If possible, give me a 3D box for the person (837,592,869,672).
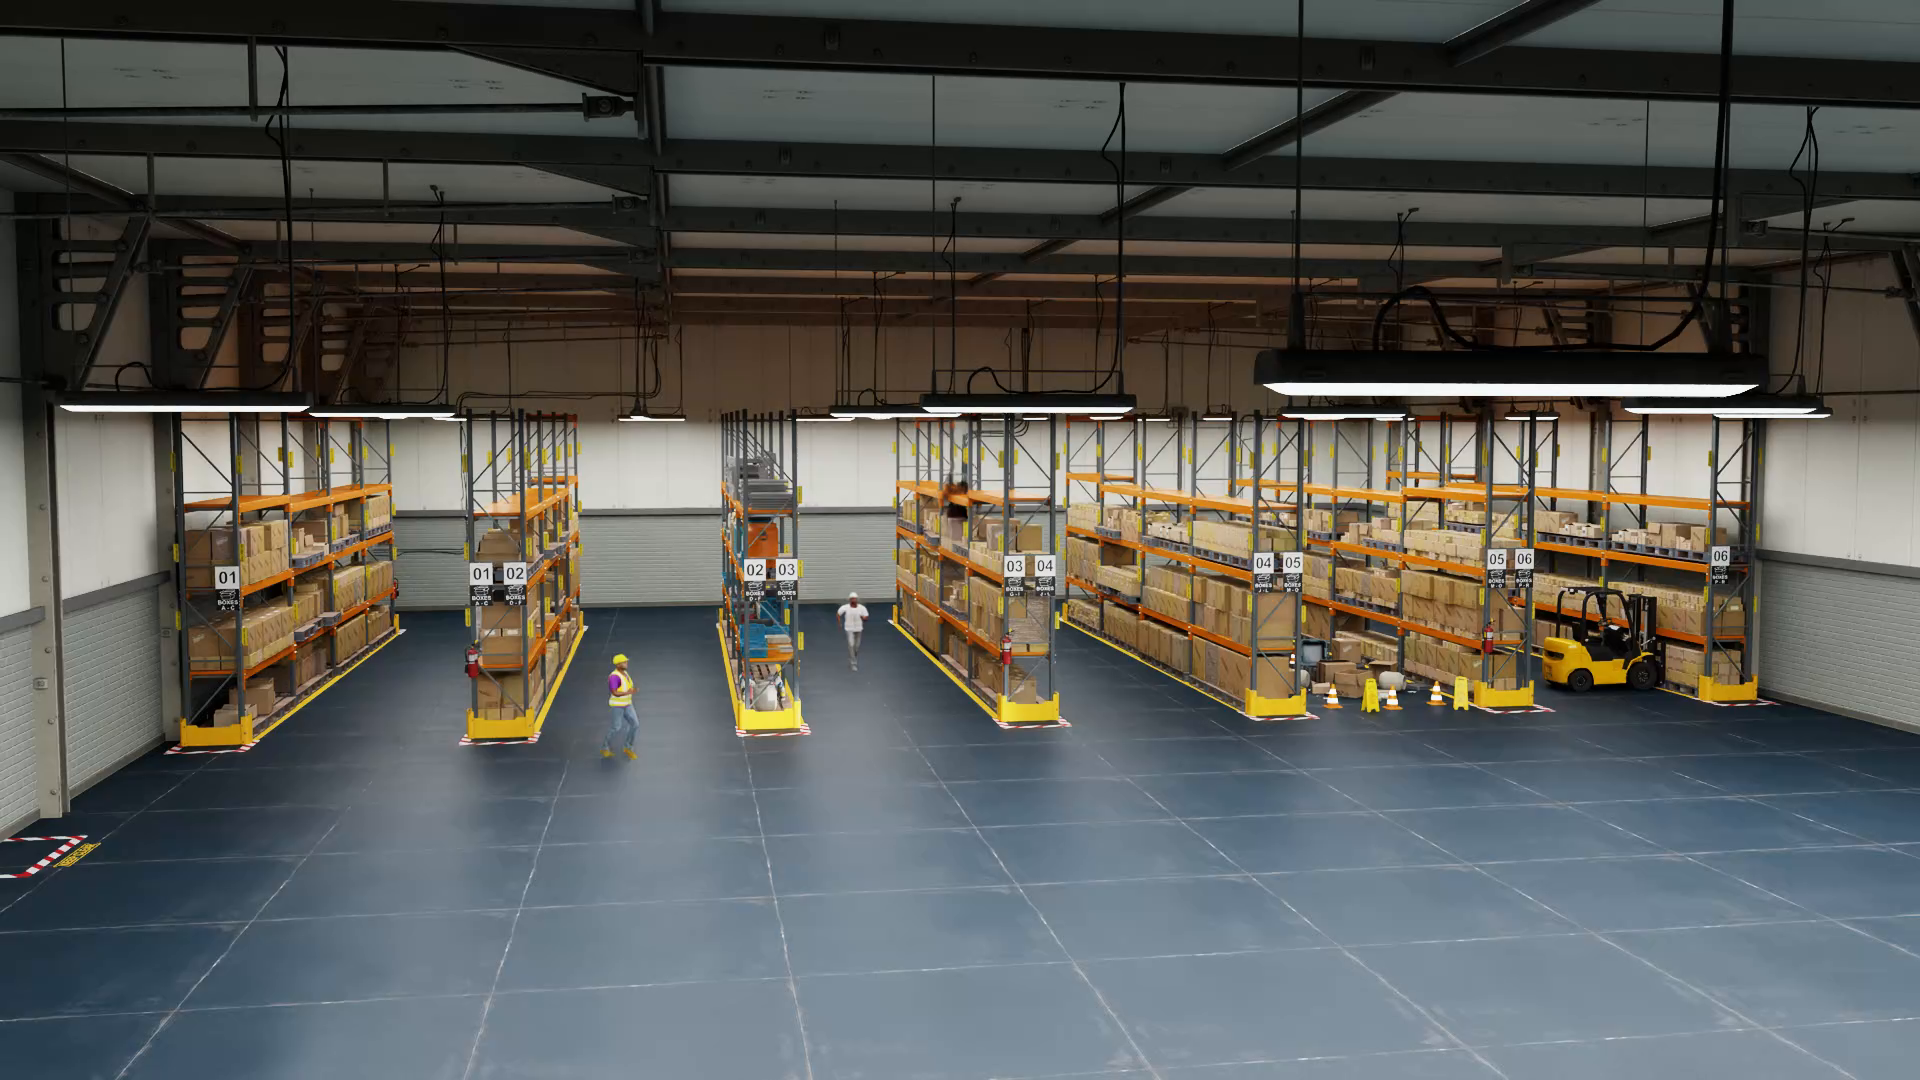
[{"bbox_3d":[-2.462,2.100,38.486,0.686,1.780,0.944,-1,4,-19],"label":"person"}]

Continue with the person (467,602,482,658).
[{"bbox_3d":[-11.565,2.040,40.072,0.646,1.750,0.735,-1,4,-10],"label":"person"}]

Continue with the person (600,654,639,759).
[{"bbox_3d":[-5.785,2.865,28.359,0.769,1.839,0.701,1,4,18],"label":"person"}]
